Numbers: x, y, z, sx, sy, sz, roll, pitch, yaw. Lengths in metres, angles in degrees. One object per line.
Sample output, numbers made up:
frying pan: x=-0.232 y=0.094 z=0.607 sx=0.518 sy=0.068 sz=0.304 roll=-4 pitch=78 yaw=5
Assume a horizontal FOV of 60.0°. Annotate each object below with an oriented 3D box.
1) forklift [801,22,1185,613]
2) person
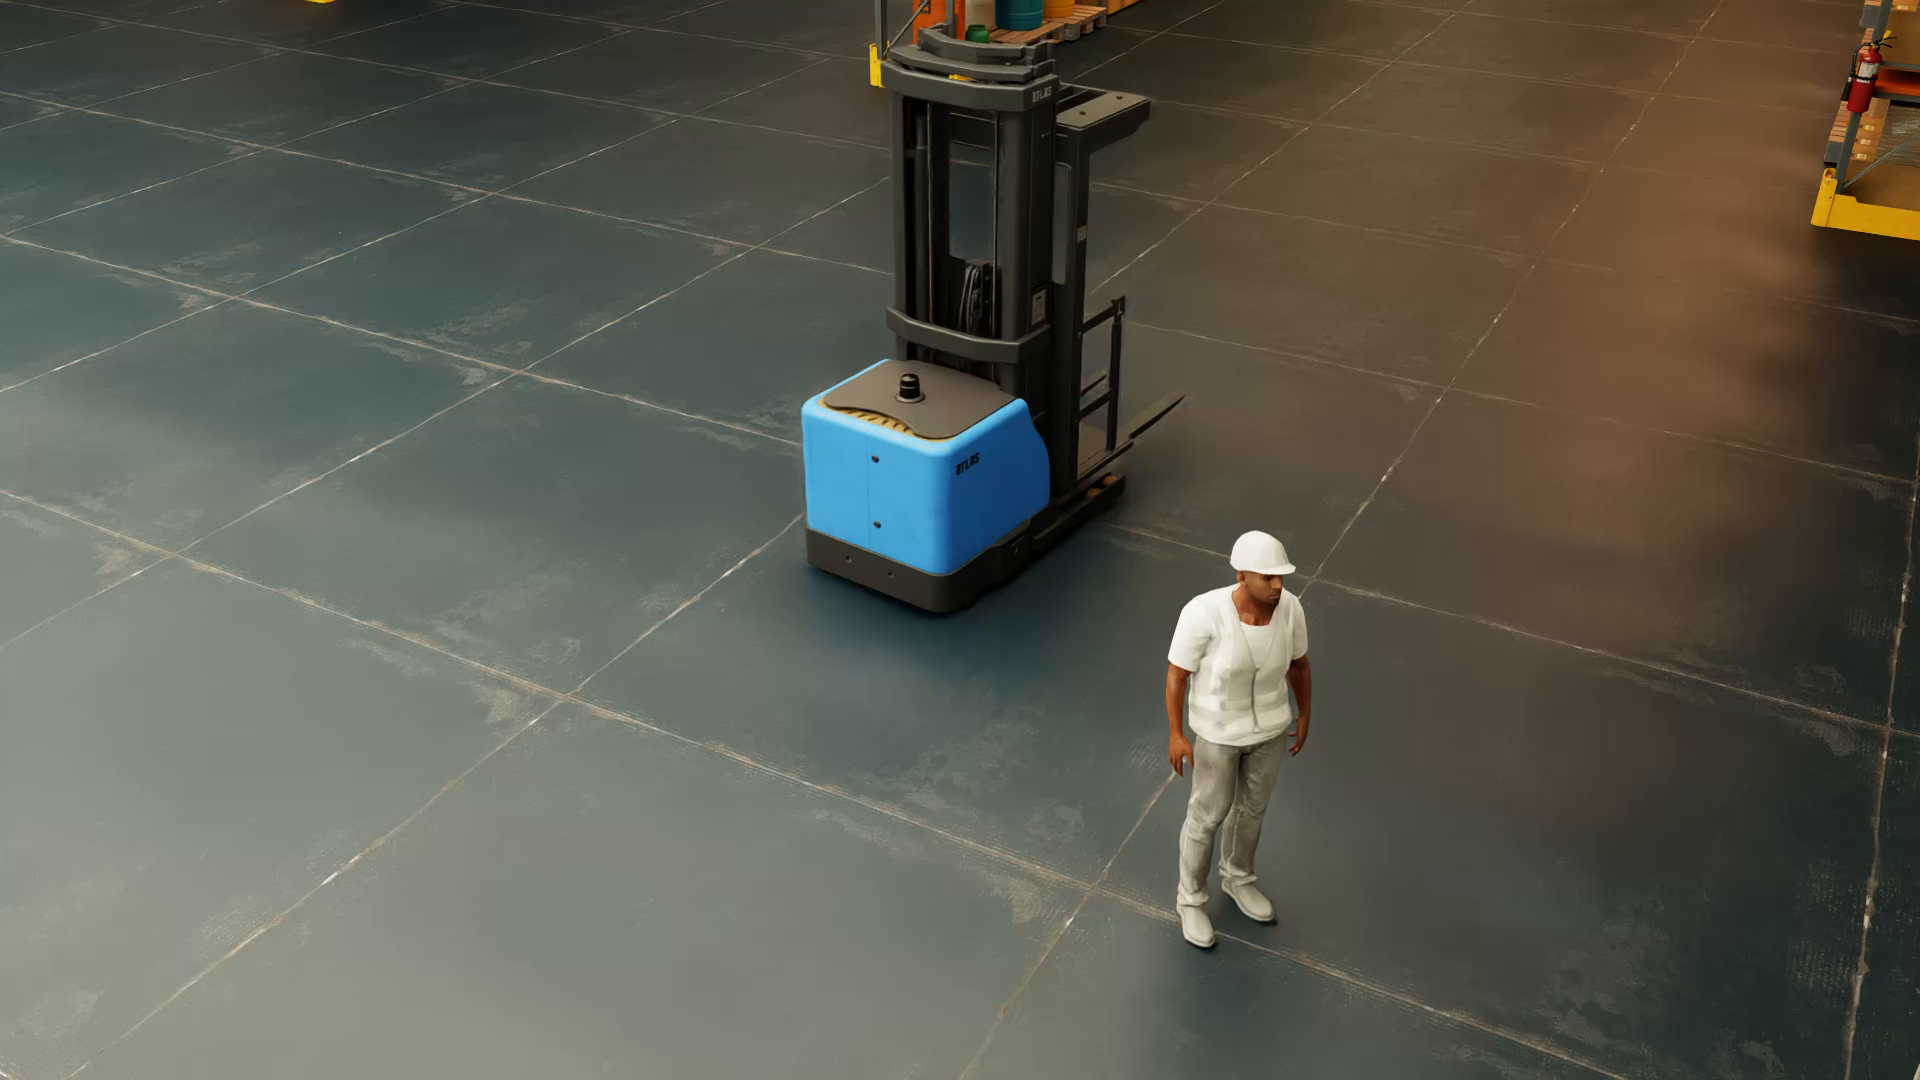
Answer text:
forklift: x=0.374 y=-1.552 z=9.760 sx=1.130 sy=2.935 sz=3.031 roll=20 pitch=35 yaw=30
person: x=1.172 y=0.805 z=6.838 sx=0.654 sy=1.771 sz=0.543 roll=-10 pitch=31 yaw=-16
